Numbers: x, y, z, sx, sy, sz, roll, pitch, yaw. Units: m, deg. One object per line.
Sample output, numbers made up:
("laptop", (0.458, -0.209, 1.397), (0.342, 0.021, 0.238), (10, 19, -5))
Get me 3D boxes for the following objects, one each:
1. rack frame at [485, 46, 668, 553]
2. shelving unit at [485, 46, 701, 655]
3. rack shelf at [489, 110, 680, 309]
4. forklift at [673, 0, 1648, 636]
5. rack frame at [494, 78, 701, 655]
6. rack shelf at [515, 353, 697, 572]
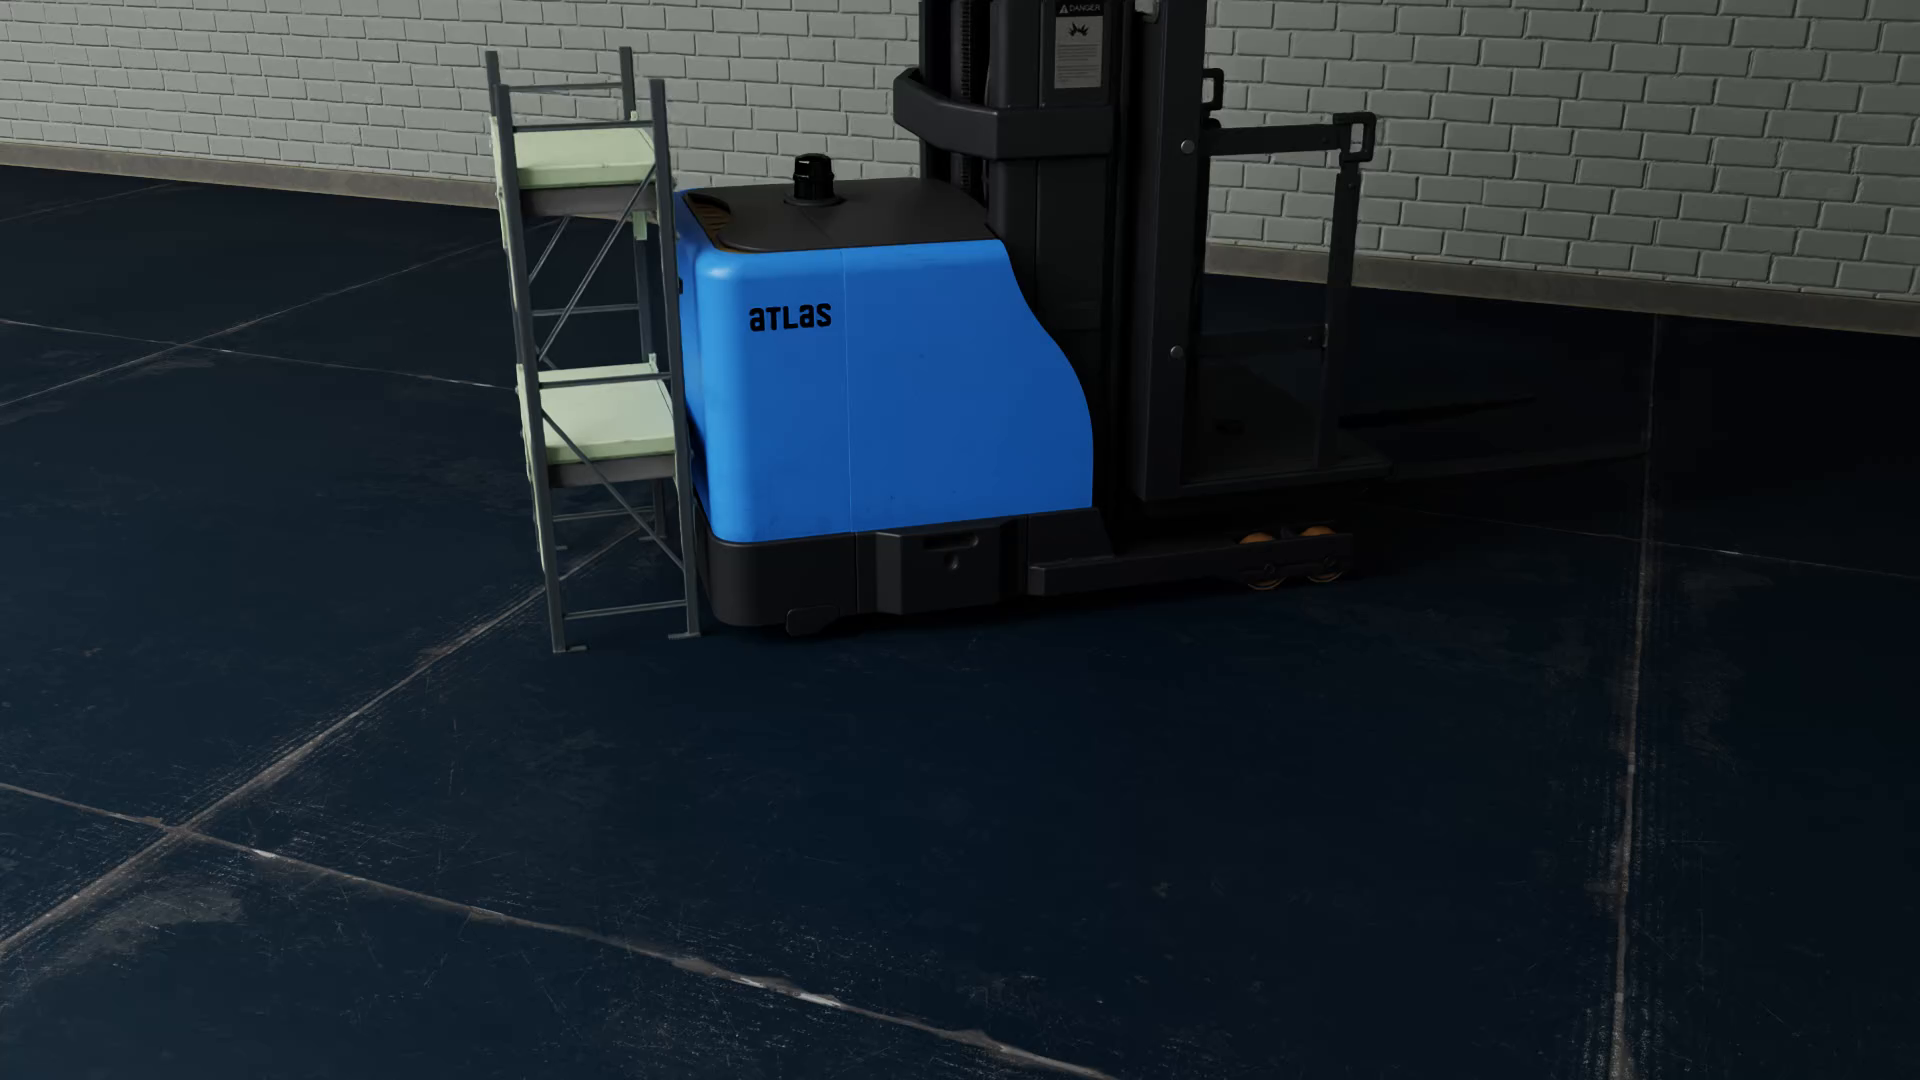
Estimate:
("rack frame", (-1.119, -0.677, 4.924), (0.400, 1.500, 0.023), (-6, 24, -15))
("shelving unit", (-1.015, -0.541, 4.600), (0.431, 1.500, 0.755), (-6, 24, -15))
("rack shelf", (-1.015, -0.901, 4.450), (0.431, 0.370, 0.720), (-6, 24, -15))
("forklift", (0.667, -1.394, 4.784), (3.031, 2.935, 1.130), (-6, 23, -15))
("rack frame", (-0.912, -0.406, 4.276), (0.400, 1.500, 0.023), (-6, 24, -15))
("rack shelf", (-1.015, -0.241, 4.726), (0.431, 0.370, 0.720), (-6, 24, -15))
